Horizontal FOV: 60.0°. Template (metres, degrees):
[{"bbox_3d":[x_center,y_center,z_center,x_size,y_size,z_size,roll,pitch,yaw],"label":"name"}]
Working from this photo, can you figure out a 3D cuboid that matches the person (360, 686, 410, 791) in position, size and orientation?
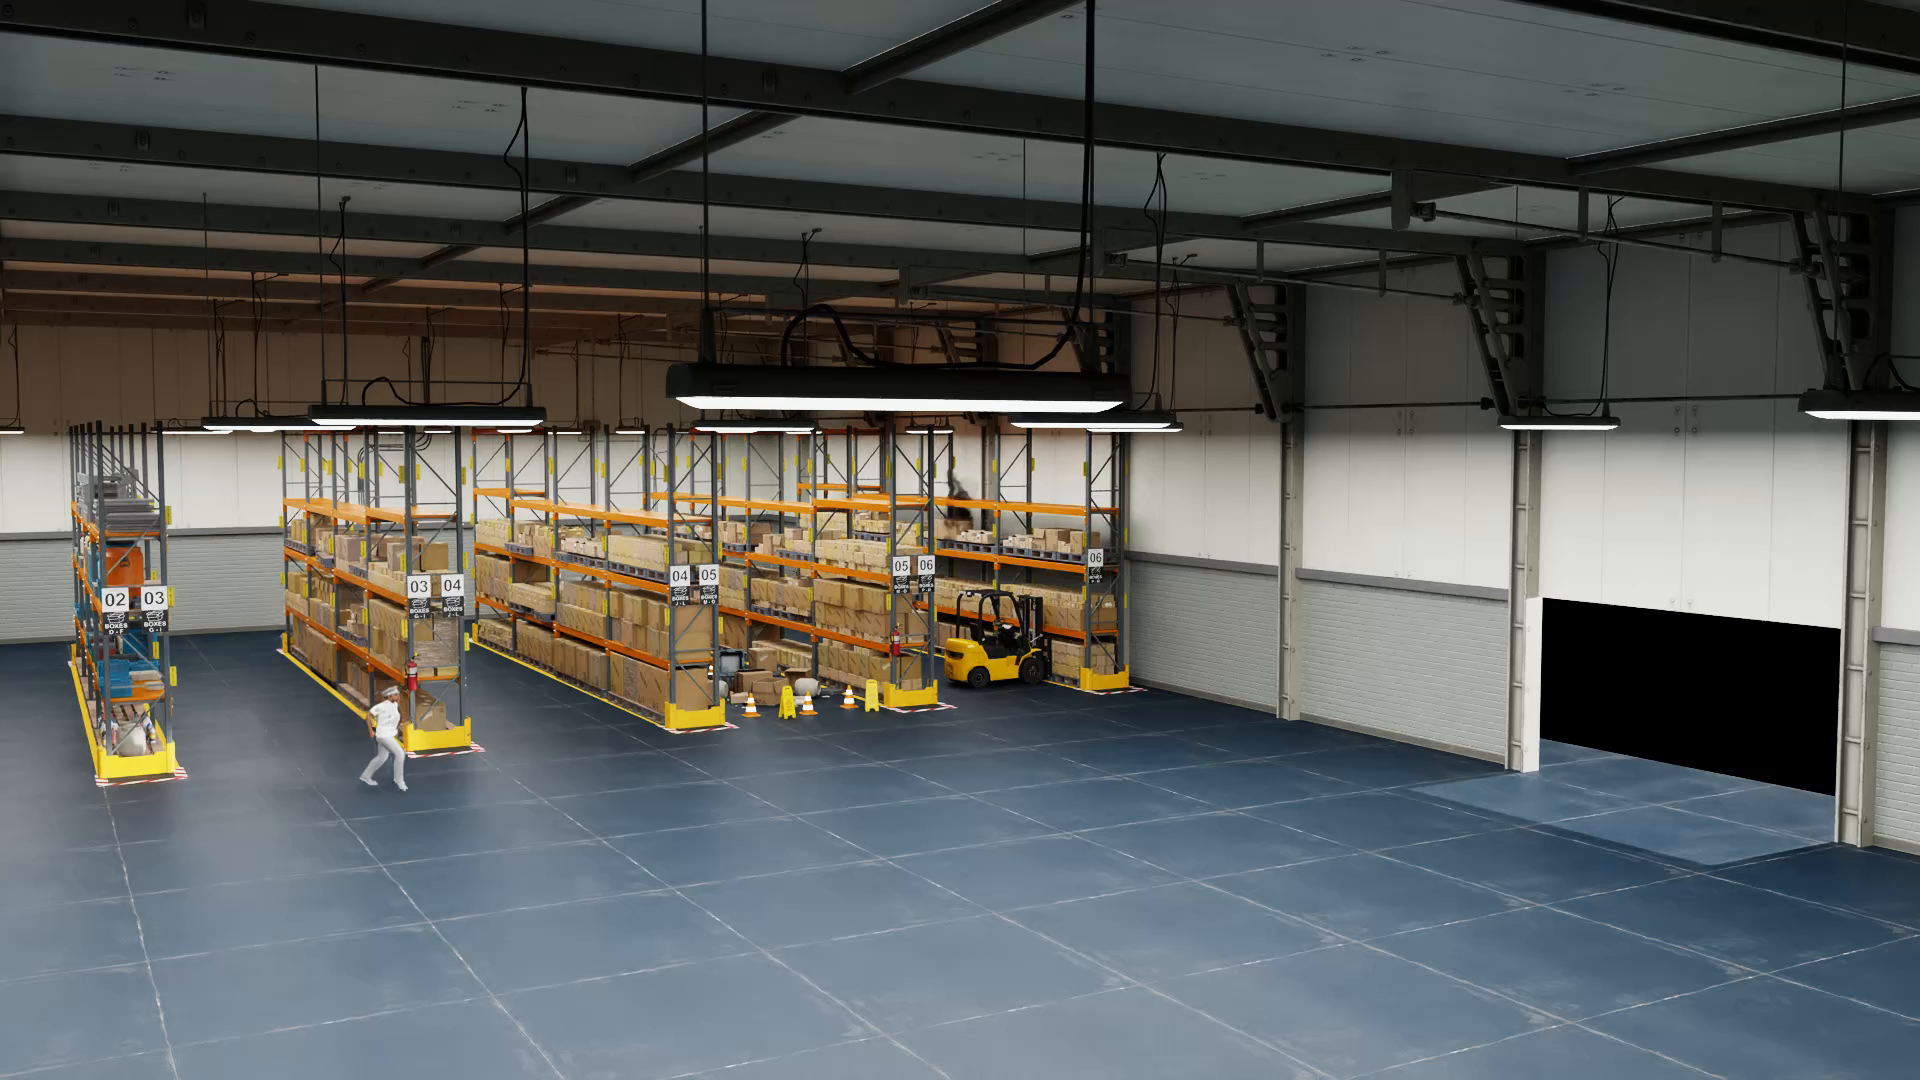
[{"bbox_3d":[-9.347,3.223,26.987,0.842,1.733,0.599,0,4,3],"label":"person"}]
